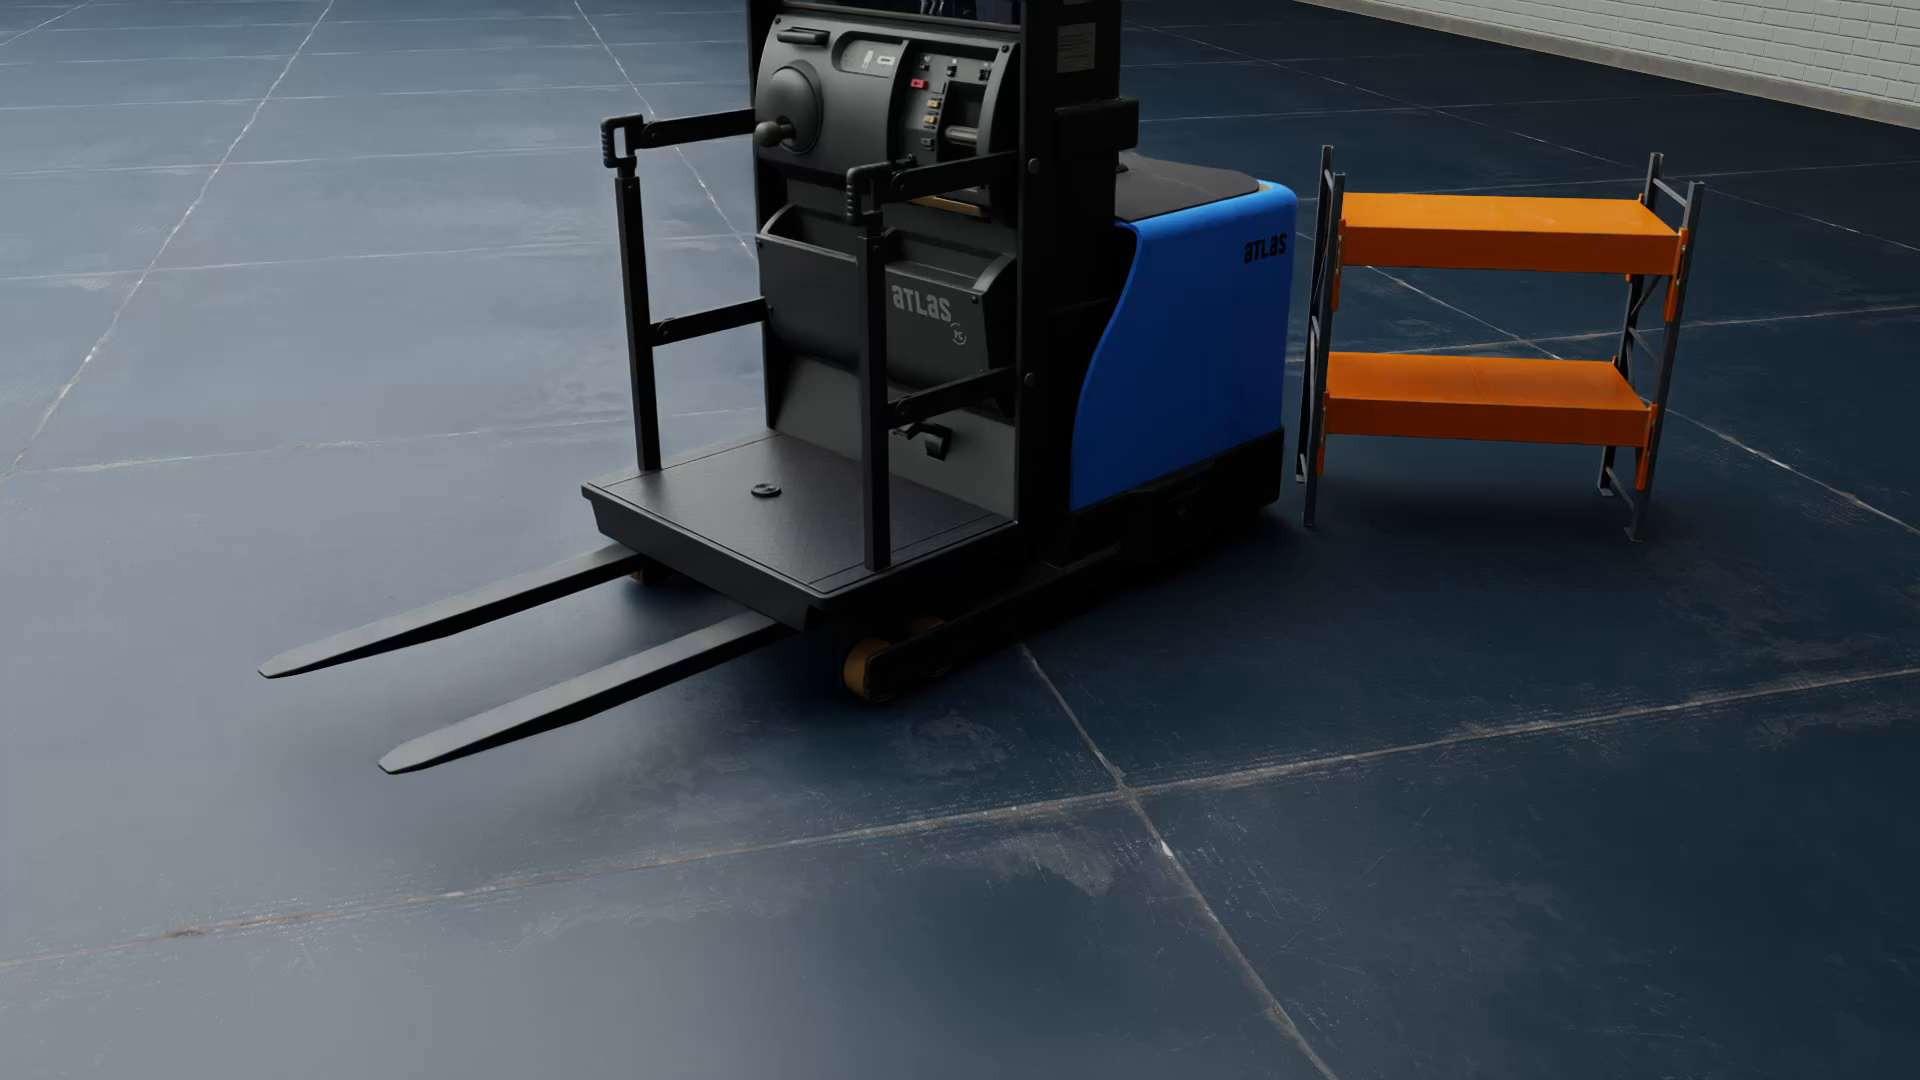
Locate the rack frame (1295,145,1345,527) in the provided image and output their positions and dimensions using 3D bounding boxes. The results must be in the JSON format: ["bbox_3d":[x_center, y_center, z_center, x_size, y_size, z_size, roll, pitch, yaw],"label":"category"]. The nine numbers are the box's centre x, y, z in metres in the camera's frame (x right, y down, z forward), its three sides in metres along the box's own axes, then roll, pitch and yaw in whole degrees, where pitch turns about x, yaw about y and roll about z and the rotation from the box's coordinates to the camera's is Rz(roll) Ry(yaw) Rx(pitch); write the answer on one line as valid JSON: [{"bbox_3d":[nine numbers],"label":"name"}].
[{"bbox_3d":[1.153,-0.657,5.356,0.032,1.125,0.500,3,23,7],"label":"rack frame"}]

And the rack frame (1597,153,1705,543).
[{"bbox_3d":[2.161,-0.606,5.236,0.032,1.125,0.500,3,23,7],"label":"rack frame"}]

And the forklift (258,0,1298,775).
[{"bbox_3d":[-0.365,-1.159,4.234,3.031,2.935,1.130,-21,31,-40],"label":"forklift"}]

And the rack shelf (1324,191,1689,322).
[{"bbox_3d":[1.657,-0.901,5.180,1.000,0.278,0.538,3,23,7],"label":"rack shelf"}]

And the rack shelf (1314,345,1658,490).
[{"bbox_3d":[1.657,-0.407,5.392,1.000,0.278,0.538,3,23,7],"label":"rack shelf"}]

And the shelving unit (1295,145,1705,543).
[{"bbox_3d":[1.657,-0.632,5.296,1.048,1.125,0.538,3,23,7],"label":"shelving unit"}]
